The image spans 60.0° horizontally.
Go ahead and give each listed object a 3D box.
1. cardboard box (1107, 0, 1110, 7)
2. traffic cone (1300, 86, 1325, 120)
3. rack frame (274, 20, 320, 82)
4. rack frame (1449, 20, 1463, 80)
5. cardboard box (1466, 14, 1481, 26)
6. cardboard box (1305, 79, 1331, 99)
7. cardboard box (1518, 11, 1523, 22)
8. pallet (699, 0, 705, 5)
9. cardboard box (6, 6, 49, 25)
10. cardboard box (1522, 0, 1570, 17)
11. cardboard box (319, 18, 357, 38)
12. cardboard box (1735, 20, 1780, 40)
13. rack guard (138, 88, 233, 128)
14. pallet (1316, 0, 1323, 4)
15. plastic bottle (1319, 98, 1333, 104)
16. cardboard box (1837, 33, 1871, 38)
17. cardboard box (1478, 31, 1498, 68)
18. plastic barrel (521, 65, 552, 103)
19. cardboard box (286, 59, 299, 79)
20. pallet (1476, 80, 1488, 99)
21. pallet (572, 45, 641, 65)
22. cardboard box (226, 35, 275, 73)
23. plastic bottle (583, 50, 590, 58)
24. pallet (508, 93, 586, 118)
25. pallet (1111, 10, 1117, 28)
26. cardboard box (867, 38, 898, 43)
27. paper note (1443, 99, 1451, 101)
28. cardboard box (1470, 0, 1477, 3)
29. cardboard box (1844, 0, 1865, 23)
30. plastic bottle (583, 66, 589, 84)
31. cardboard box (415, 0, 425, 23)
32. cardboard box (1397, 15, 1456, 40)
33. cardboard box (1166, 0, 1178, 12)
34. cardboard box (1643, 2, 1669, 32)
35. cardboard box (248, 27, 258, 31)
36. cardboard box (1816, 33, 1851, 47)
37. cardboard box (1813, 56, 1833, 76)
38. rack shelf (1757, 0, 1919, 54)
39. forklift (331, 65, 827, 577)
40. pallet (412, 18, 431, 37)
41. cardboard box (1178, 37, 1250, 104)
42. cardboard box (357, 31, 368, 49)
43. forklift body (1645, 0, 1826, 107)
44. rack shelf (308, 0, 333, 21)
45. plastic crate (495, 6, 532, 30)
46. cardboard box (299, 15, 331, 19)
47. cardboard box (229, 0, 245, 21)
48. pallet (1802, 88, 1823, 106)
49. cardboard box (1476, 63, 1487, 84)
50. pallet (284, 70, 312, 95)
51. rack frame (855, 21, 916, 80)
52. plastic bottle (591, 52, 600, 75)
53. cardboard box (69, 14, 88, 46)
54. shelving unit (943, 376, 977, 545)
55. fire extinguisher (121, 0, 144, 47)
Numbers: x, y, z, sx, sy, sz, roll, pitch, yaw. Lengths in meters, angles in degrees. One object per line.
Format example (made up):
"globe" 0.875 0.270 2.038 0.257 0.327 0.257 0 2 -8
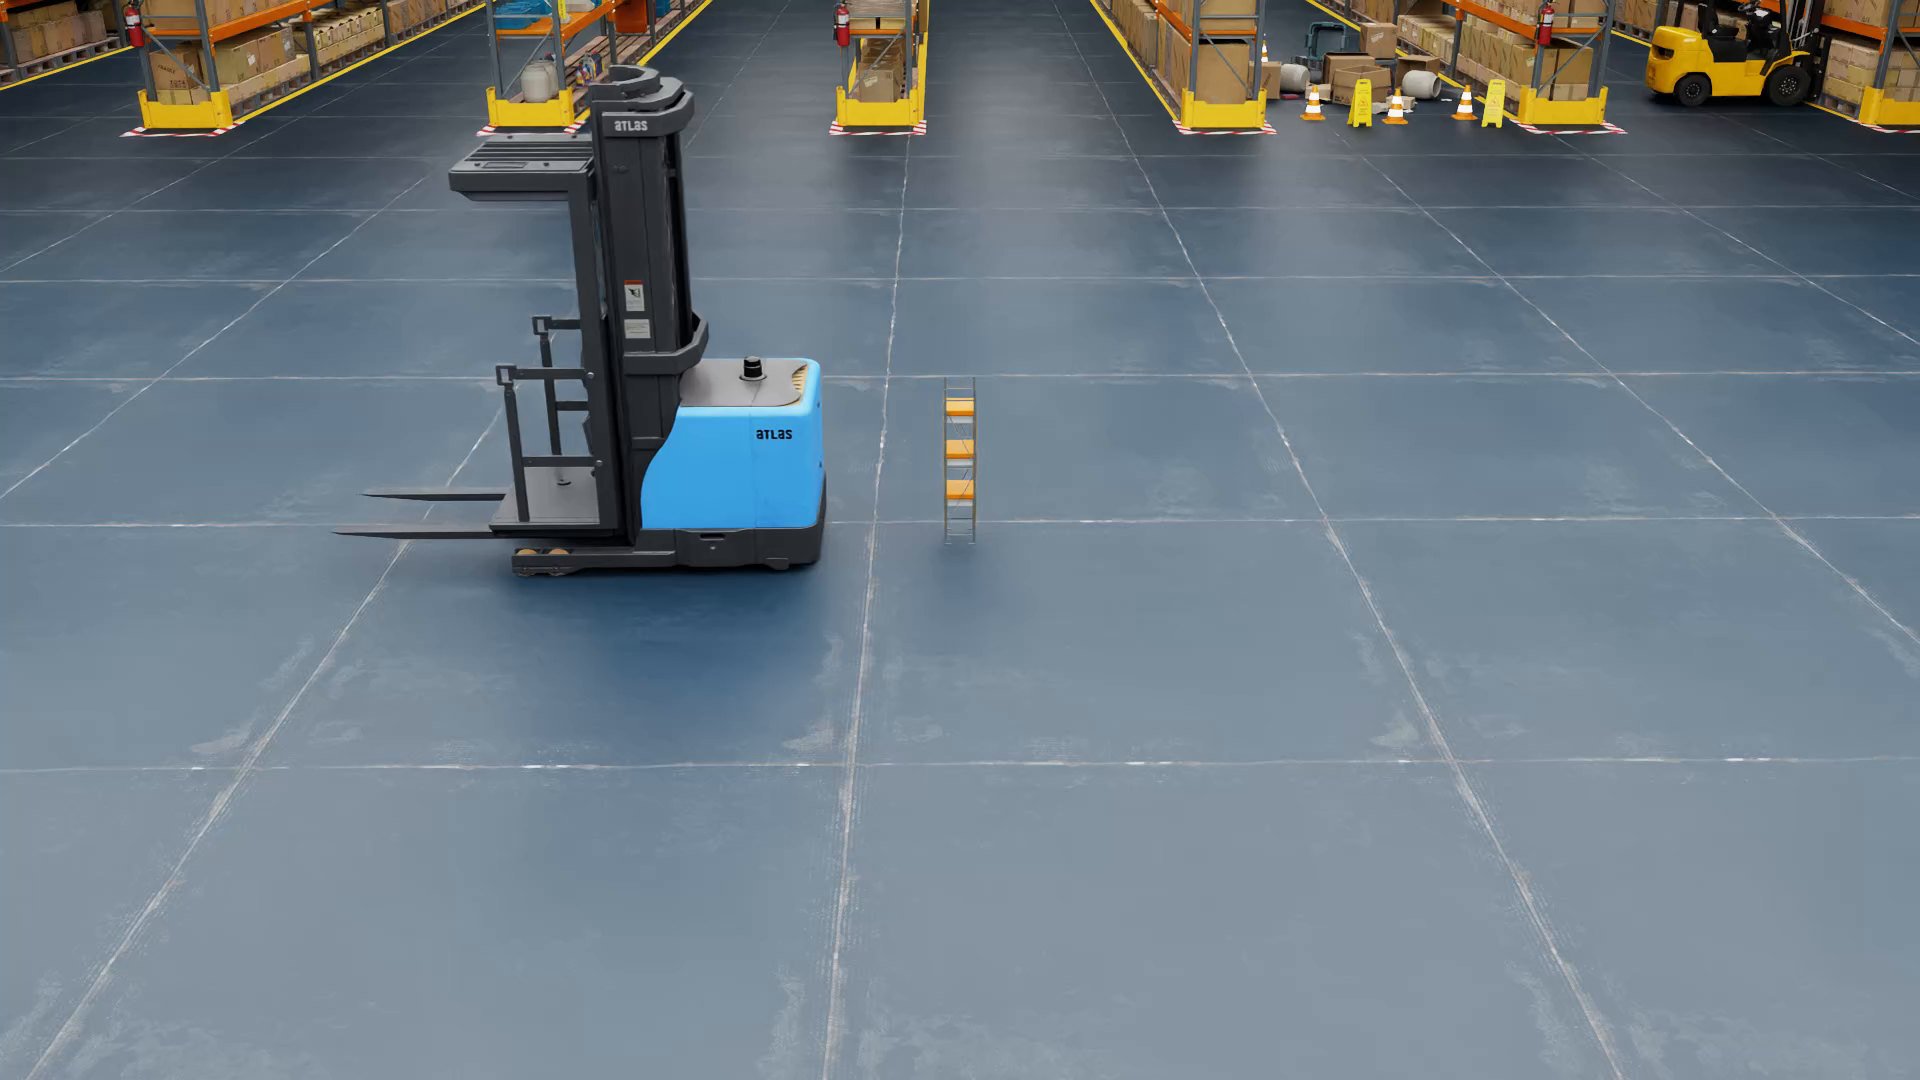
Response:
"cardboard box" 3.304 -11.353 35.163 0.380 0.149 0.250 0 24 0
"traffic cone" 5.194 -6.426 24.396 0.336 0.463 0.334 0 24 -1
"rack frame" -11.130 -8.981 26.967 1.000 3.000 0.127 0 24 -1
"rack frame" 8.685 -9.068 27.161 1.000 3.000 0.127 0 24 -1
"cardboard box" 8.363 -8.348 26.698 0.380 0.149 0.250 0 24 0
"cardboard box" 5.597 -7.059 26.035 0.396 0.266 0.258 4 25 9
"cardboard box" 8.415 -7.668 24.370 0.380 0.149 0.250 -1 24 -1
"pallet" -6.338 -12.336 37.769 1.003 0.211 1.213 0 24 -1
"cardboard box" -16.126 -9.059 28.730 0.500 0.250 0.500 -1 24 -2
"cardboard box" 8.447 -7.824 23.926 0.500 0.500 0.500 -1 24 -1
"cardboard box" -10.904 -8.980 29.111 0.500 0.311 0.500 0 24 1
"cardboard box" 13.631 -8.417 28.091 0.875 0.625 0.625 1 24 2
"rack guard" -11.087 -6.184 23.816 1.175 0.500 0.348 0 24 -1
"pallet" 8.641 -12.413 37.941 1.003 0.211 1.213 0 24 -1
"plastic bottle" 5.621 -6.782 25.670 0.133 0.061 0.283 -9 26 -19
"cardboard box" 13.873 -7.660 25.661 0.500 0.250 0.500 -1 24 -2
"cardboard box" 8.443 -7.670 25.986 0.500 0.500 0.500 1 24 2
"plastic barrel" -6.217 -6.682 24.393 0.421 0.512 0.421 0 24 0
"cardboard box" -10.911 -7.523 26.571 0.500 0.250 0.500 0 24 -1
"pallet" 8.744 -7.017 26.009 1.003 0.211 1.213 0 24 -1
"pallet" -6.241 -8.558 29.417 1.003 0.211 1.213 0 24 -1
"cardboard box" -10.884 -7.453 25.506 0.500 0.500 0.500 0 24 -1
"plastic bottle" -6.026 -7.730 26.883 0.144 0.351 0.185 0 24 -1
"pallet" -6.185 -6.449 24.752 1.003 0.211 1.213 0 24 -1
"pallet" 3.659 -10.710 34.173 1.003 0.211 1.213 0 24 -1
"cardboard box" -1.260 -7.911 27.126 0.500 0.500 0.500 -1 24 -2
"paper note" 7.573 -6.849 25.857 0.142 0.019 0.148 -9 26 -19
"cardboard box" 8.422 -8.719 26.693 0.380 0.149 0.250 0 24 1
"cardboard box" 13.427 -7.905 24.467 0.500 0.500 0.500 0 24 1
"plastic bottle" -5.847 -7.242 25.898 0.097 0.271 0.097 0 24 0
"cardboard box" -10.916 -10.517 32.863 0.500 0.500 0.500 -1 24 -2
"cardboard box" 8.637 -9.478 30.745 0.950 0.372 0.625 -2 24 -4
"cardboard box" 3.669 -8.471 25.658 0.875 0.550 0.550 0 24 -1
"cardboard box" 13.385 -9.966 31.669 0.500 0.500 0.500 0 24 1
"cardboard box" -11.425 -7.863 26.411 0.500 0.500 0.500 0 24 -1
"cardboard box" 13.350 -7.653 25.646 0.500 0.250 0.500 -1 24 -2
"cardboard box" 13.352 -7.229 25.314 0.500 0.250 0.500 -1 24 -2
"rack shelf" 13.670 -7.940 25.539 1.077 0.370 4.000 0 24 -1
"forklift" -2.397 -1.330 10.133 3.031 2.935 1.130 0 24 -1
"pallet" -11.155 -10.168 32.975 1.003 0.211 1.213 0 24 -1
"cardboard box" 3.706 -6.859 24.343 0.875 0.875 0.875 0 24 0
"cardboard box" -10.913 -8.932 29.687 0.500 0.250 0.500 0 24 1
"forklift body" 11.847 -7.830 25.453 2.313 2.155 1.214 0 24 -1
"rack shelf" -11.152 -9.477 28.937 1.077 0.370 4.000 0 24 -1
"plastic crate" -6.438 -7.490 23.852 0.499 0.251 0.616 0 24 -1
"cardboard box" -11.445 -9.179 29.553 0.500 0.311 0.500 -1 24 -2
"cardboard box" -11.089 -7.992 24.658 0.700 0.500 0.500 0 24 0
"pallet" 13.631 -6.990 25.949 1.003 0.211 1.213 0 24 -1
"cardboard box" 8.447 -7.324 26.131 0.500 0.250 0.500 -1 24 -1
"pallet" -11.164 -7.382 26.817 1.003 0.211 1.213 0 24 -1
"rack frame" -1.225 -9.024 27.062 1.000 3.000 0.127 0 24 -1
"plastic bottle" -5.880 -7.652 26.709 0.144 0.351 0.185 -1 24 -3
"cardboard box" -16.178 -9.158 29.857 0.700 0.500 0.500 0 24 -1
"shelving unit" -0.001 -0.500 10.582 0.215 1.050 0.252 0 24 -1
"fire extinguisher" -11.550 -7.247 23.226 0.296 0.674 0.183 0 24 -1
